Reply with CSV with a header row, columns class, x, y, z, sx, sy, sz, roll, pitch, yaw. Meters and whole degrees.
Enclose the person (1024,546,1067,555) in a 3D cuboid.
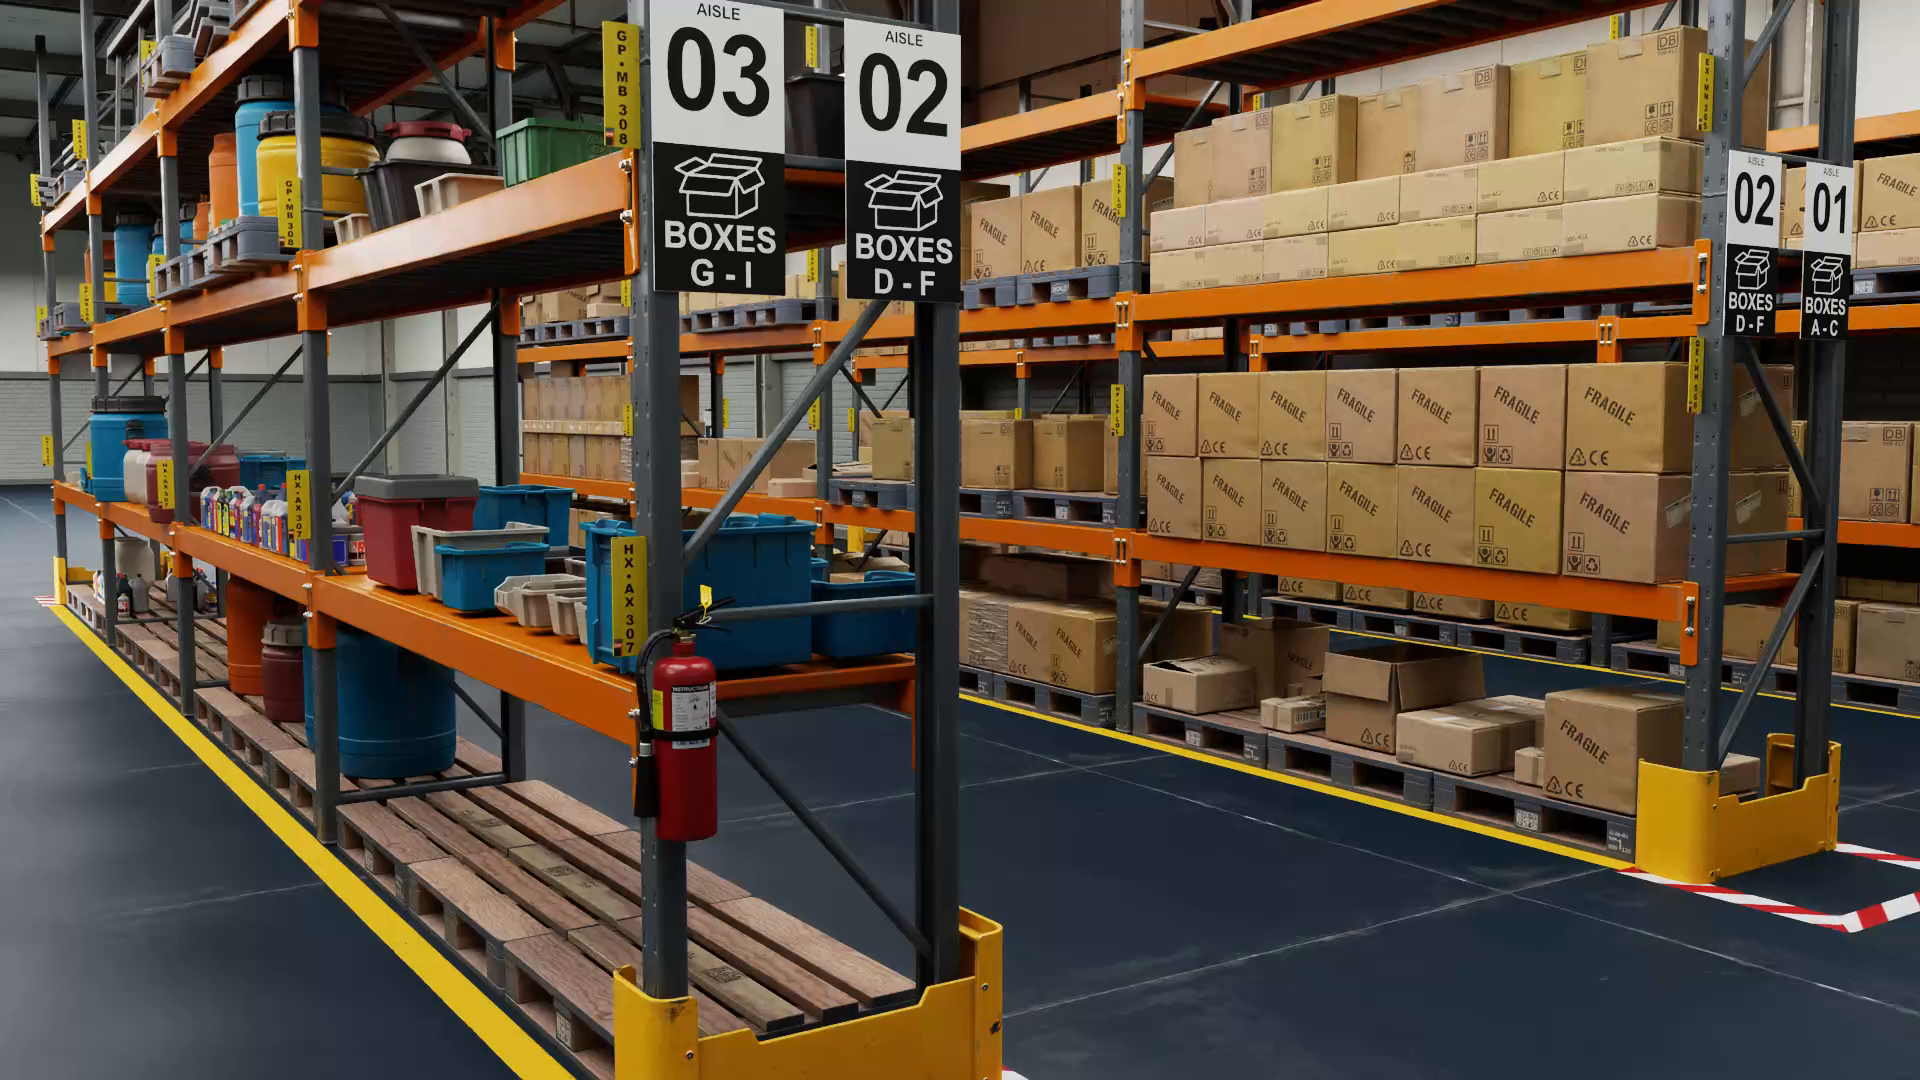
class,x,y,z,sx,sy,sz,roll,pitch,yaw
person,0.833,-0.015,15.435,0.403,1.792,0.618,-3,5,-34
